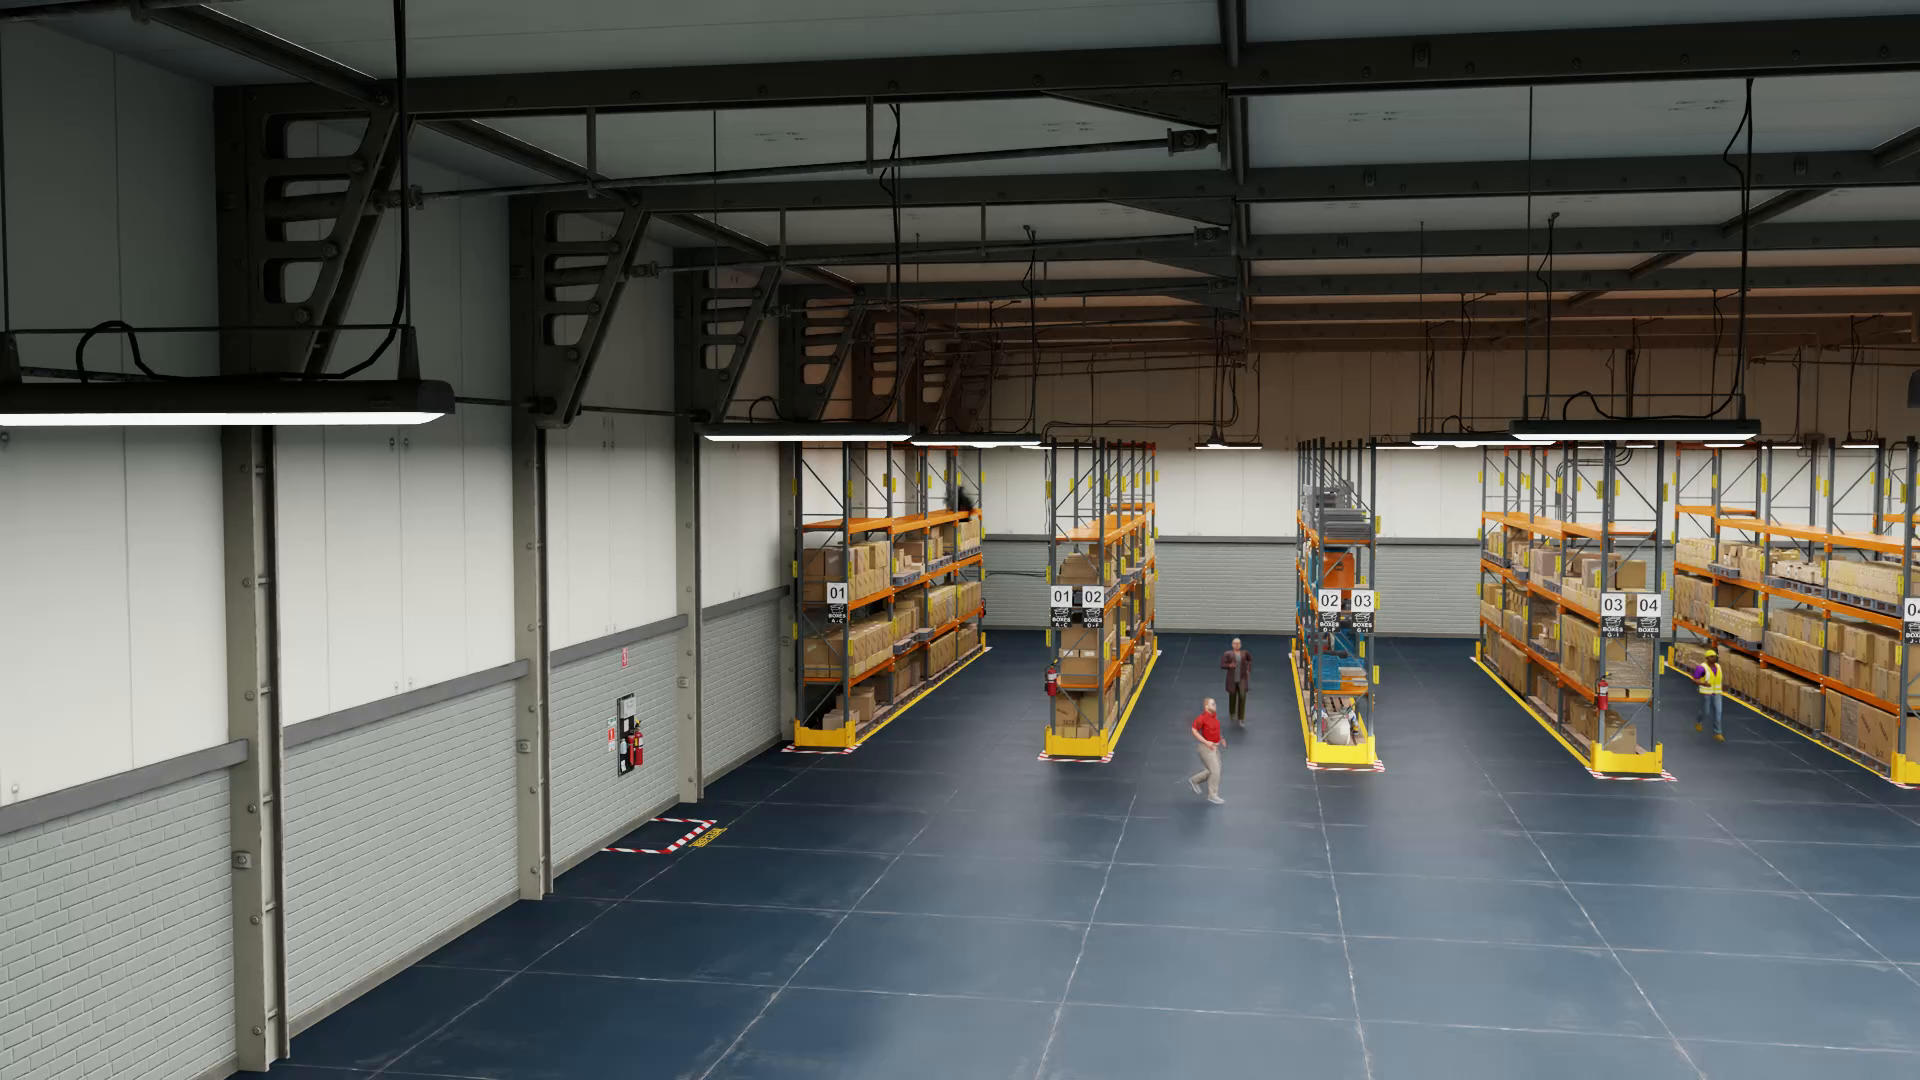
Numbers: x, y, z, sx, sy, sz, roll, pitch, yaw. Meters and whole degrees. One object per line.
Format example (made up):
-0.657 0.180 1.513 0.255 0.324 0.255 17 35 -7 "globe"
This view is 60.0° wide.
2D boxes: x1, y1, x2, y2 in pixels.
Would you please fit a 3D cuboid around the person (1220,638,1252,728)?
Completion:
5.792 3.012 34.838 0.690 1.731 0.910 0 3 4 "person"

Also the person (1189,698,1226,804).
4.038 3.435 27.245 0.688 1.712 0.672 2 4 34 "person"

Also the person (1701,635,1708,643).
20.697 2.436 46.027 0.923 1.694 0.568 -1 3 -16 "person"

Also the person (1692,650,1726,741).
14.954 3.069 33.170 0.704 1.765 0.983 0 3 -2 "person"
